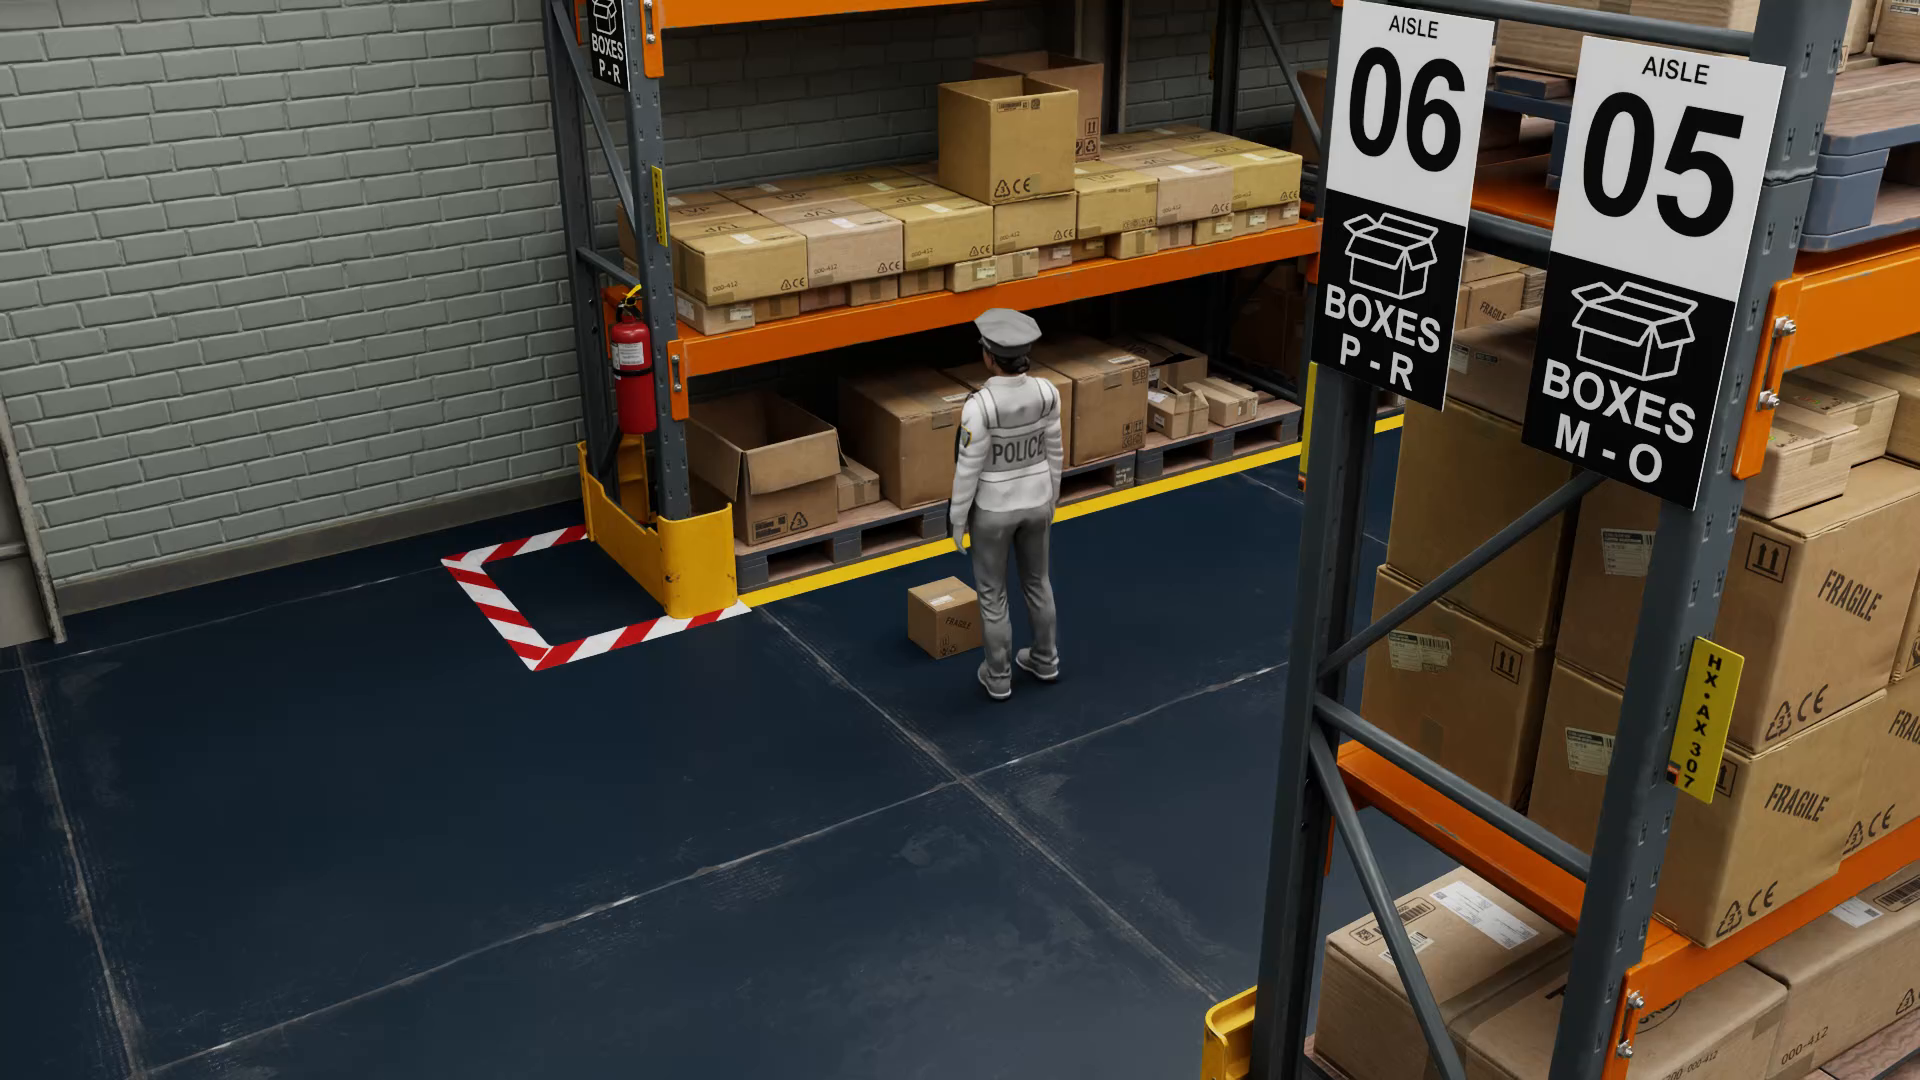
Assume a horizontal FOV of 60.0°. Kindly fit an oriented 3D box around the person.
[{"bbox_3d":[0.189,-0.134,6.854,0.510,1.688,0.363,-13,28,-25],"label":"person"}]
